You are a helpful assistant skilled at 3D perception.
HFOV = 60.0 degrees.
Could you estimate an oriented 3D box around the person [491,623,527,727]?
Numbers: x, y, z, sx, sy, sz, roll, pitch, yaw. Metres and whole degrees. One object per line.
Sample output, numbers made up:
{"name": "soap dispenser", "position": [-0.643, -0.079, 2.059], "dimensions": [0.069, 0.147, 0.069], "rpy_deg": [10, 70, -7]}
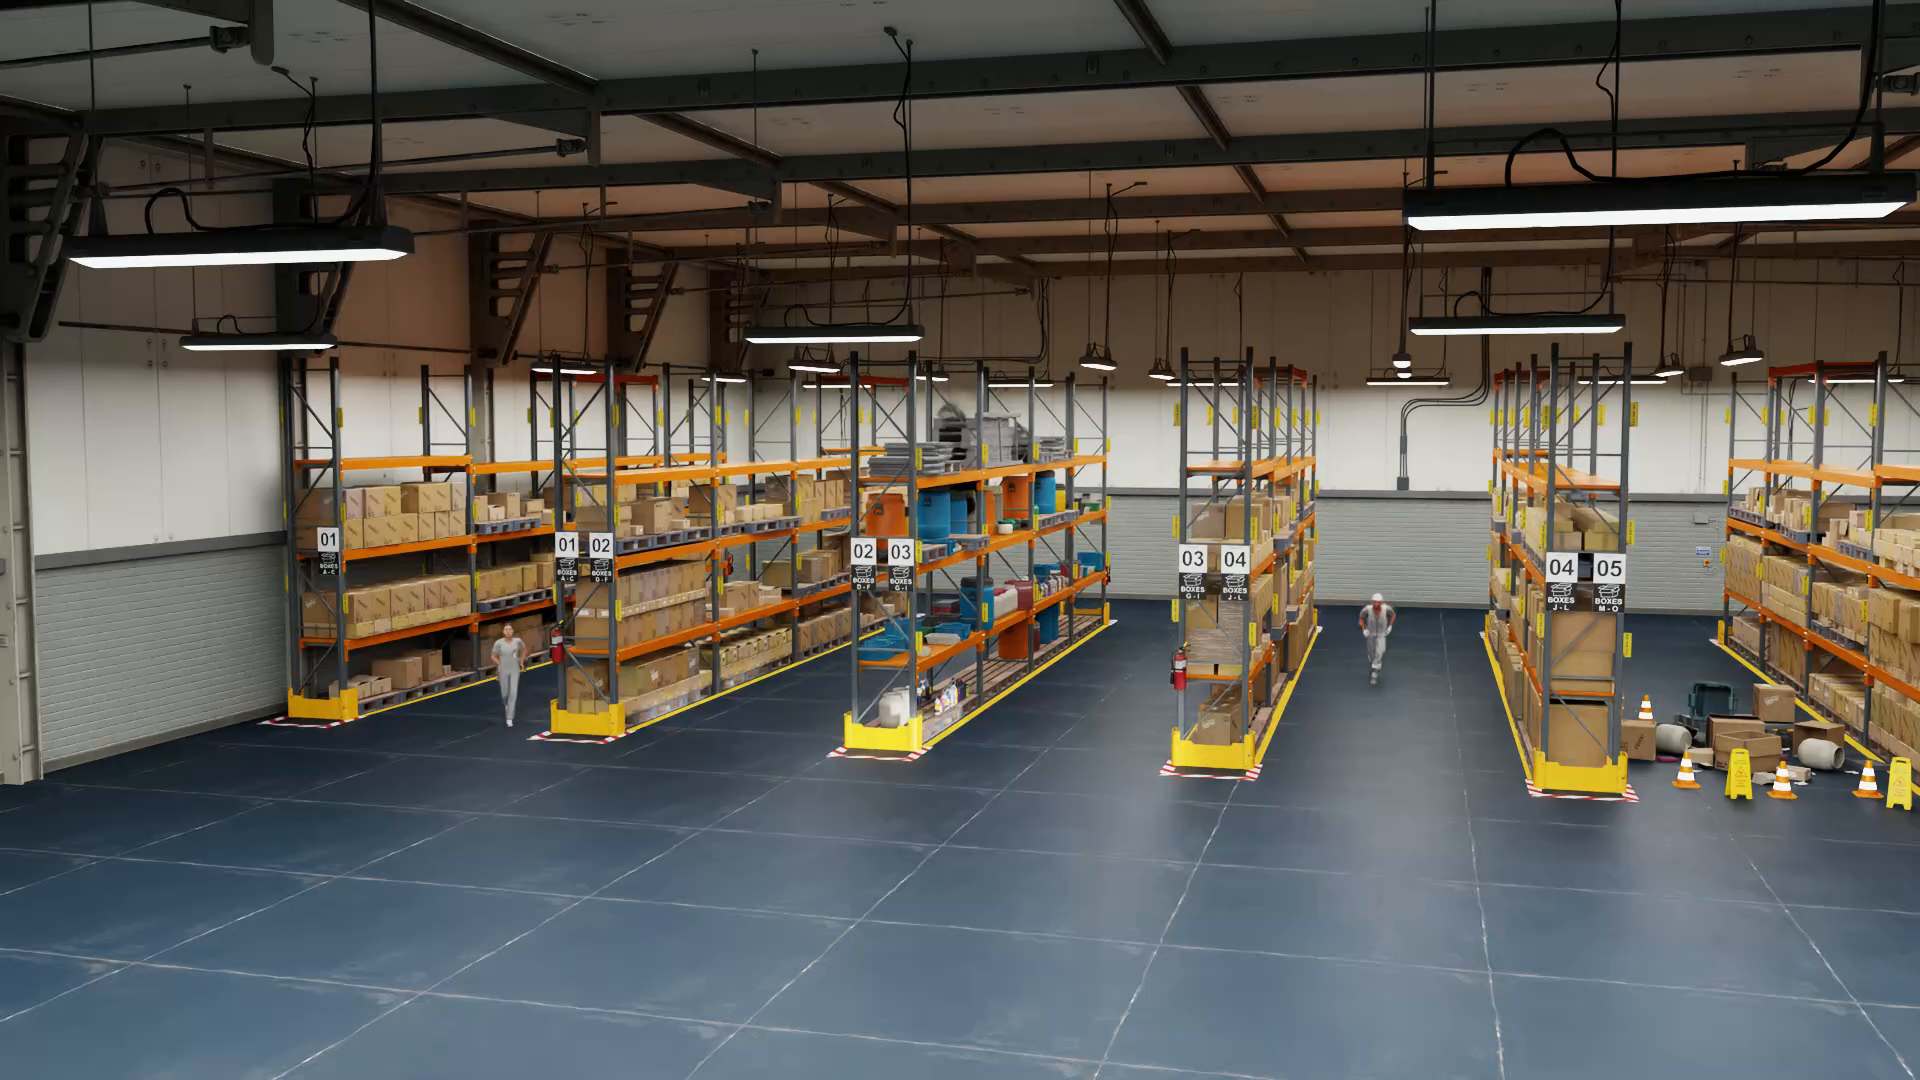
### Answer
{"name": "person", "position": [-7.412, 2.190, 27.361], "dimensions": [0.574, 1.682, 0.852], "rpy_deg": [-1, 4, -15]}

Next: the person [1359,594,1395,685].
{"name": "person", "position": [7.917, 1.845, 31.633], "dimensions": [0.677, 1.729, 1.022], "rpy_deg": [1, 4, 8]}
